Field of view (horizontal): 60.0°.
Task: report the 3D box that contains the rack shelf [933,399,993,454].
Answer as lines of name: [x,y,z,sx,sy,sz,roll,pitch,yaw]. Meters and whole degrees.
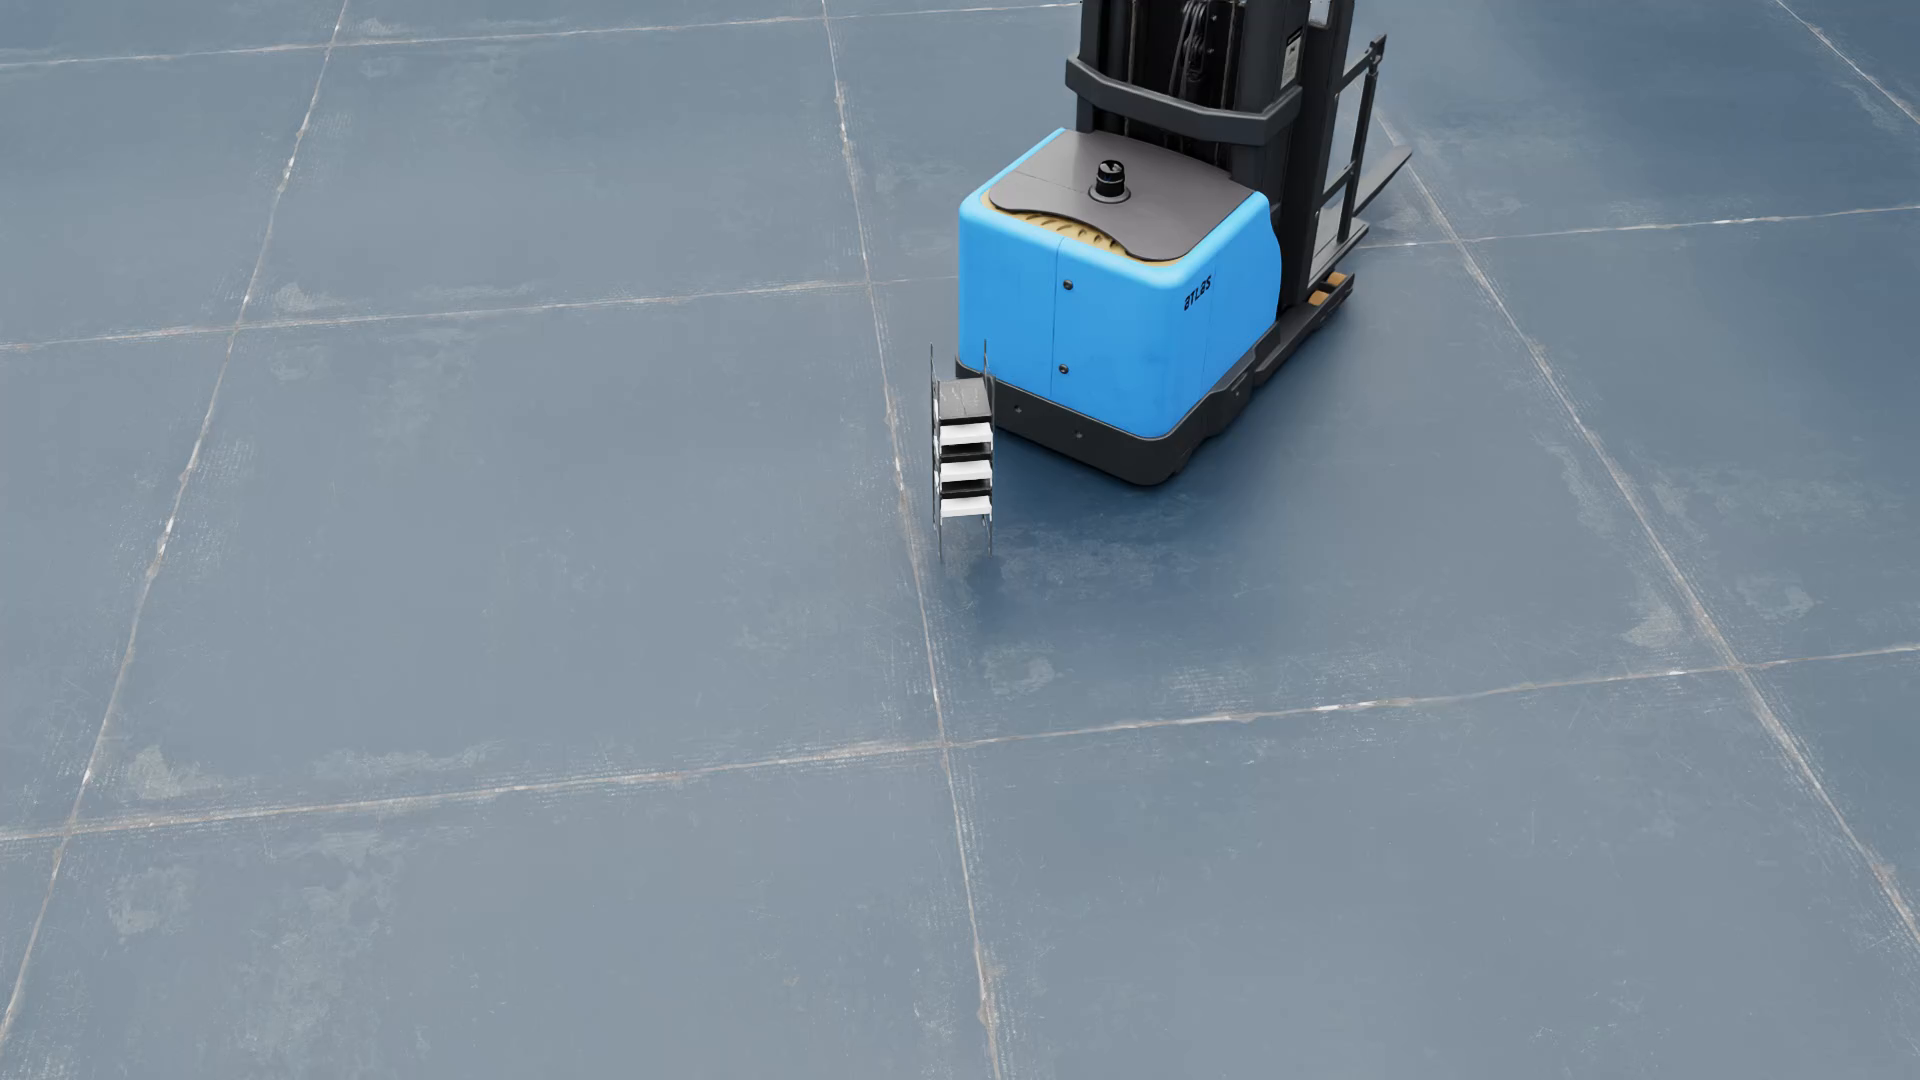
rack shelf: [0.008,-0.444,6.351,0.200,0.077,0.258,-5,42,-6]

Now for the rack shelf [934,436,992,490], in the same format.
rack shelf: [0.008,-0.310,6.472,0.200,0.077,0.258,-5,42,-6]

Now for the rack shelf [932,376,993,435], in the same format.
rack shelf: [0.008,-0.511,6.291,0.200,0.077,0.258,-5,42,-6]

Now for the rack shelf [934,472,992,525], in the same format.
rack shelf: [0.008,-0.176,6.592,0.200,0.077,0.258,-5,42,-6]

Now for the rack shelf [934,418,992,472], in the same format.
rack shelf: [0.008,-0.377,6.411,0.200,0.077,0.258,-5,42,-6]

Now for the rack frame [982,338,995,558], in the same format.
rack frame: [0.109,-0.344,6.459,0.006,0.900,0.240,-5,42,-6]

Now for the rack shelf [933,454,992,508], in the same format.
rack shelf: [0.008,-0.243,6.532,0.200,0.077,0.258,-5,42,-6]

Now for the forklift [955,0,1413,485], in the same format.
forklift: [1.231,-2.267,7.075,1.130,2.935,3.031,25,48,25]

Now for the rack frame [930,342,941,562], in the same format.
rack frame: [-0.093,-0.326,6.440,0.006,0.900,0.240,-5,42,-6]

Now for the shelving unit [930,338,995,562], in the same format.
shelving unit: [0.008,-0.335,6.449,0.210,0.900,0.258,-5,42,-6]
